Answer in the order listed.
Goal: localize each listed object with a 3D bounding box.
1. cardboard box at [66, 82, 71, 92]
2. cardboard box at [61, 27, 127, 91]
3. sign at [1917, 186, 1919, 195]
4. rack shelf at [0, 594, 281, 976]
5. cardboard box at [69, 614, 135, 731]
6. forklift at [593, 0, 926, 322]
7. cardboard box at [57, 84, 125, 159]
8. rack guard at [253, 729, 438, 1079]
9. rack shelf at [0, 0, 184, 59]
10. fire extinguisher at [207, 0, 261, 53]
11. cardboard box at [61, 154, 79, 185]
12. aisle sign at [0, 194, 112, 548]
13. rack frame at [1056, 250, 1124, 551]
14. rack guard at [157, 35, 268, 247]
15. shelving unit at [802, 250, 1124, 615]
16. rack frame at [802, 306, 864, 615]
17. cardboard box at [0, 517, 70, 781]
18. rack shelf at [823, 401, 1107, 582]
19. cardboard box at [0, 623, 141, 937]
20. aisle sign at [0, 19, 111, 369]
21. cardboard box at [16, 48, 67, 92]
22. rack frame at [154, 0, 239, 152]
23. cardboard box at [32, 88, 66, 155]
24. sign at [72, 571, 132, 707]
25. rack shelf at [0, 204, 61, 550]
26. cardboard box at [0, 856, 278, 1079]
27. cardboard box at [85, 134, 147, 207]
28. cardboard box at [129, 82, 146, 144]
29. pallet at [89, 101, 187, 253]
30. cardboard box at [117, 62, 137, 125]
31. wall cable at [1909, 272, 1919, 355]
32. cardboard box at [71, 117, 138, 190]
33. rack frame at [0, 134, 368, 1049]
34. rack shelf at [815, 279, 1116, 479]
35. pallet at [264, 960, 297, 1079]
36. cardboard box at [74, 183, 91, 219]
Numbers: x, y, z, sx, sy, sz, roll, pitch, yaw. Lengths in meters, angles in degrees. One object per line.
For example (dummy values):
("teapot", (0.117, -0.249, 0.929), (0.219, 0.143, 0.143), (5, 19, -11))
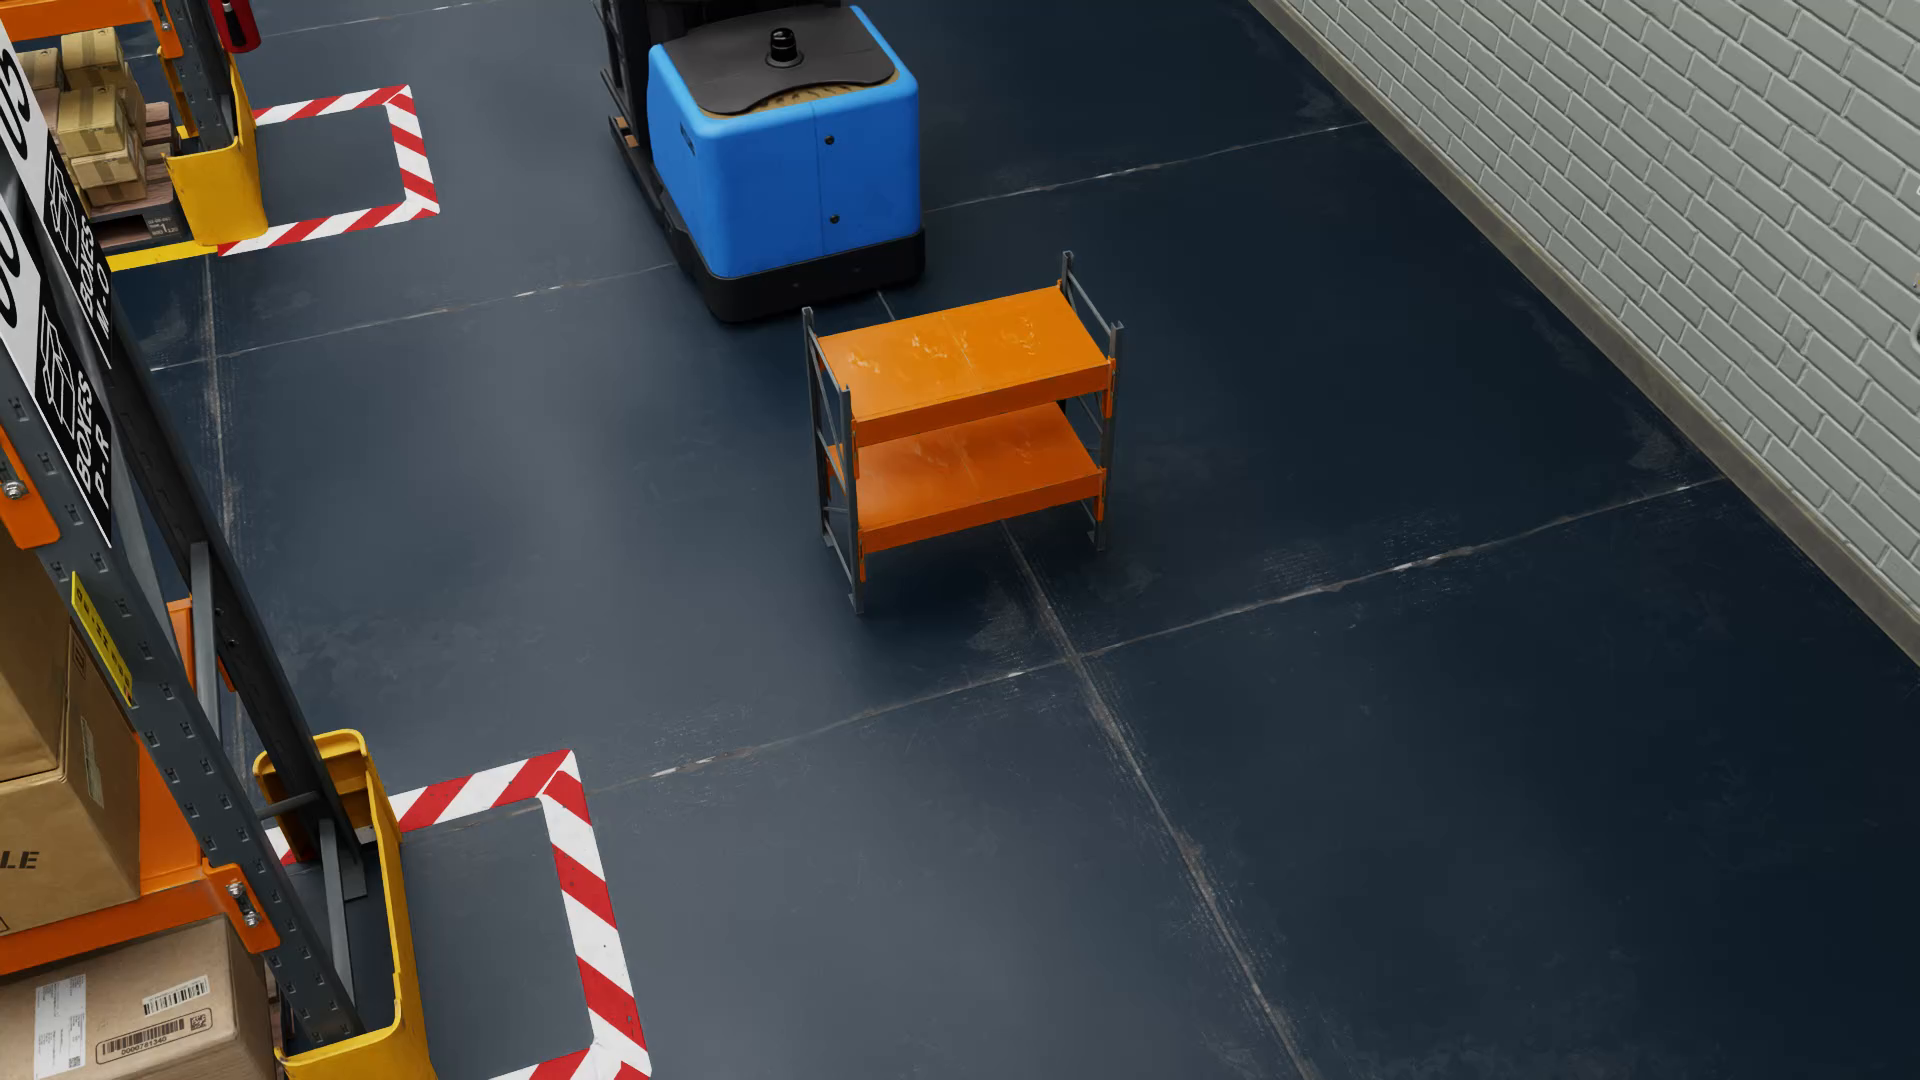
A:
("cardboard box", (-4.577, -2.203, 8.334), (0.250, 0.149, 0.380), (-15, 47, -14))
("cardboard box", (-4.329, -2.391, 8.312), (0.250, 0.149, 0.380), (-16, 47, -16))
("sign", (3.392, -1.179, 5.617), (0.001, 0.218, 0.327), (-14, 47, -14))
("rack shelf", (-3.826, 1.069, 4.074), (4.000, 0.370, 1.077), (-14, 47, -14))
("cardboard box", (-2.494, 0.223, 4.339), (0.500, 0.500, 0.500), (-15, 47, -14))
("forklift", (-1.204, -3.094, 7.764), (1.130, 2.935, 3.031), (-17, 47, -16))
("cardboard box", (-4.132, -1.995, 7.917), (0.250, 0.149, 0.380), (-14, 47, -13))
("rack guard", (-1.922, 1.211, 5.190), (0.348, 0.500, 1.175), (-14, 47, -14))
("rack shelf", (-5.602, -2.204, 7.337), (4.000, 0.370, 1.077), (-14, 47, -14))
("fire extinguisher", (-3.327, -2.533, 7.475), (0.183, 0.674, 0.296), (-14, 47, -14))
("cardboard box", (-4.384, -1.842, 7.974), (0.250, 0.149, 0.380), (-15, 47, -15))
("aisle sign", (-1.772, -0.394, 3.190), (0.004, 0.787, 0.394), (-14, 47, -14))
("rack frame", (0.484, -0.521, 6.475), (0.032, 1.125, 0.500), (-14, 47, -14))
("rack guard", (-3.792, -2.038, 8.429), (0.348, 0.500, 1.175), (-14, 47, -14))
("shelving unit", (0.006, -0.399, 6.353), (1.048, 1.125, 0.538), (-14, 47, -14))
("rack frame", (-0.472, -0.276, 6.231), (0.032, 1.125, 0.500), (-14, 47, -14))
("cardboard box", (-2.317, 0.221, 3.636), (0.500, 0.500, 0.500), (-13, 47, -13))
("rack shelf", (0.006, -0.226, 6.526), (1.000, 0.278, 0.538), (-14, 47, -14))
("cardboard box", (-2.309, 0.591, 3.972), (0.500, 0.500, 0.500), (-14, 47, -14))
("aisle sign", (-1.976, -0.794, 3.588), (0.004, 0.787, 0.394), (-14, 47, -14))
("cardboard box", (-4.547, -2.245, 8.166), (0.250, 0.149, 0.380), (-14, 47, -13))
("rack frame", (-3.721, -2.939, 7.562), (0.127, 3.000, 1.000), (-14, 47, -14))
("cardboard box", (-4.388, -1.973, 7.895), (0.250, 0.149, 0.380), (-13, 47, -13))
("sign", (-1.774, 0.207, 3.441), (0.005, 0.325, 0.100), (-14, 47, -14))
("rack shelf", (-3.826, 0.010, 3.012), (4.000, 0.370, 1.077), (-14, 47, -14))
("cardboard box", (-2.532, 1.316, 4.833), (0.875, 0.438, 0.875), (-16, 47, -15))
("cardboard box", (-4.145, -1.815, 8.158), (0.250, 0.149, 0.380), (-14, 47, -13))
("cardboard box", (-4.322, -2.168, 8.509), (0.250, 0.149, 0.380), (-13, 47, -13))
("pallet", (-4.568, -1.765, 8.360), (1.213, 0.211, 1.003), (-14, 47, -14))
("cardboard box", (-4.301, -2.231, 8.362), (0.250, 0.149, 0.380), (-13, 46, -12))
("wall cable", (3.351, -1.407, 5.295), (0.123, 1.953, 0.585), (-14, 47, -14))
("cardboard box", (-4.120, -1.869, 8.001), (0.250, 0.149, 0.380), (-16, 47, -15))
("rack frame", (-1.945, 0.334, 4.299), (0.127, 3.000, 1.000), (-14, 47, -14))
("rack shelf", (0.006, -0.605, 6.146), (1.000, 0.278, 0.538), (-14, 47, -14))
("pallet", (-2.670, 1.563, 5.043), (1.213, 0.211, 1.003), (-14, 47, -14))
("cardboard box", (-4.352, -1.686, 8.029), (0.250, 0.149, 0.380), (-13, 47, -13))
